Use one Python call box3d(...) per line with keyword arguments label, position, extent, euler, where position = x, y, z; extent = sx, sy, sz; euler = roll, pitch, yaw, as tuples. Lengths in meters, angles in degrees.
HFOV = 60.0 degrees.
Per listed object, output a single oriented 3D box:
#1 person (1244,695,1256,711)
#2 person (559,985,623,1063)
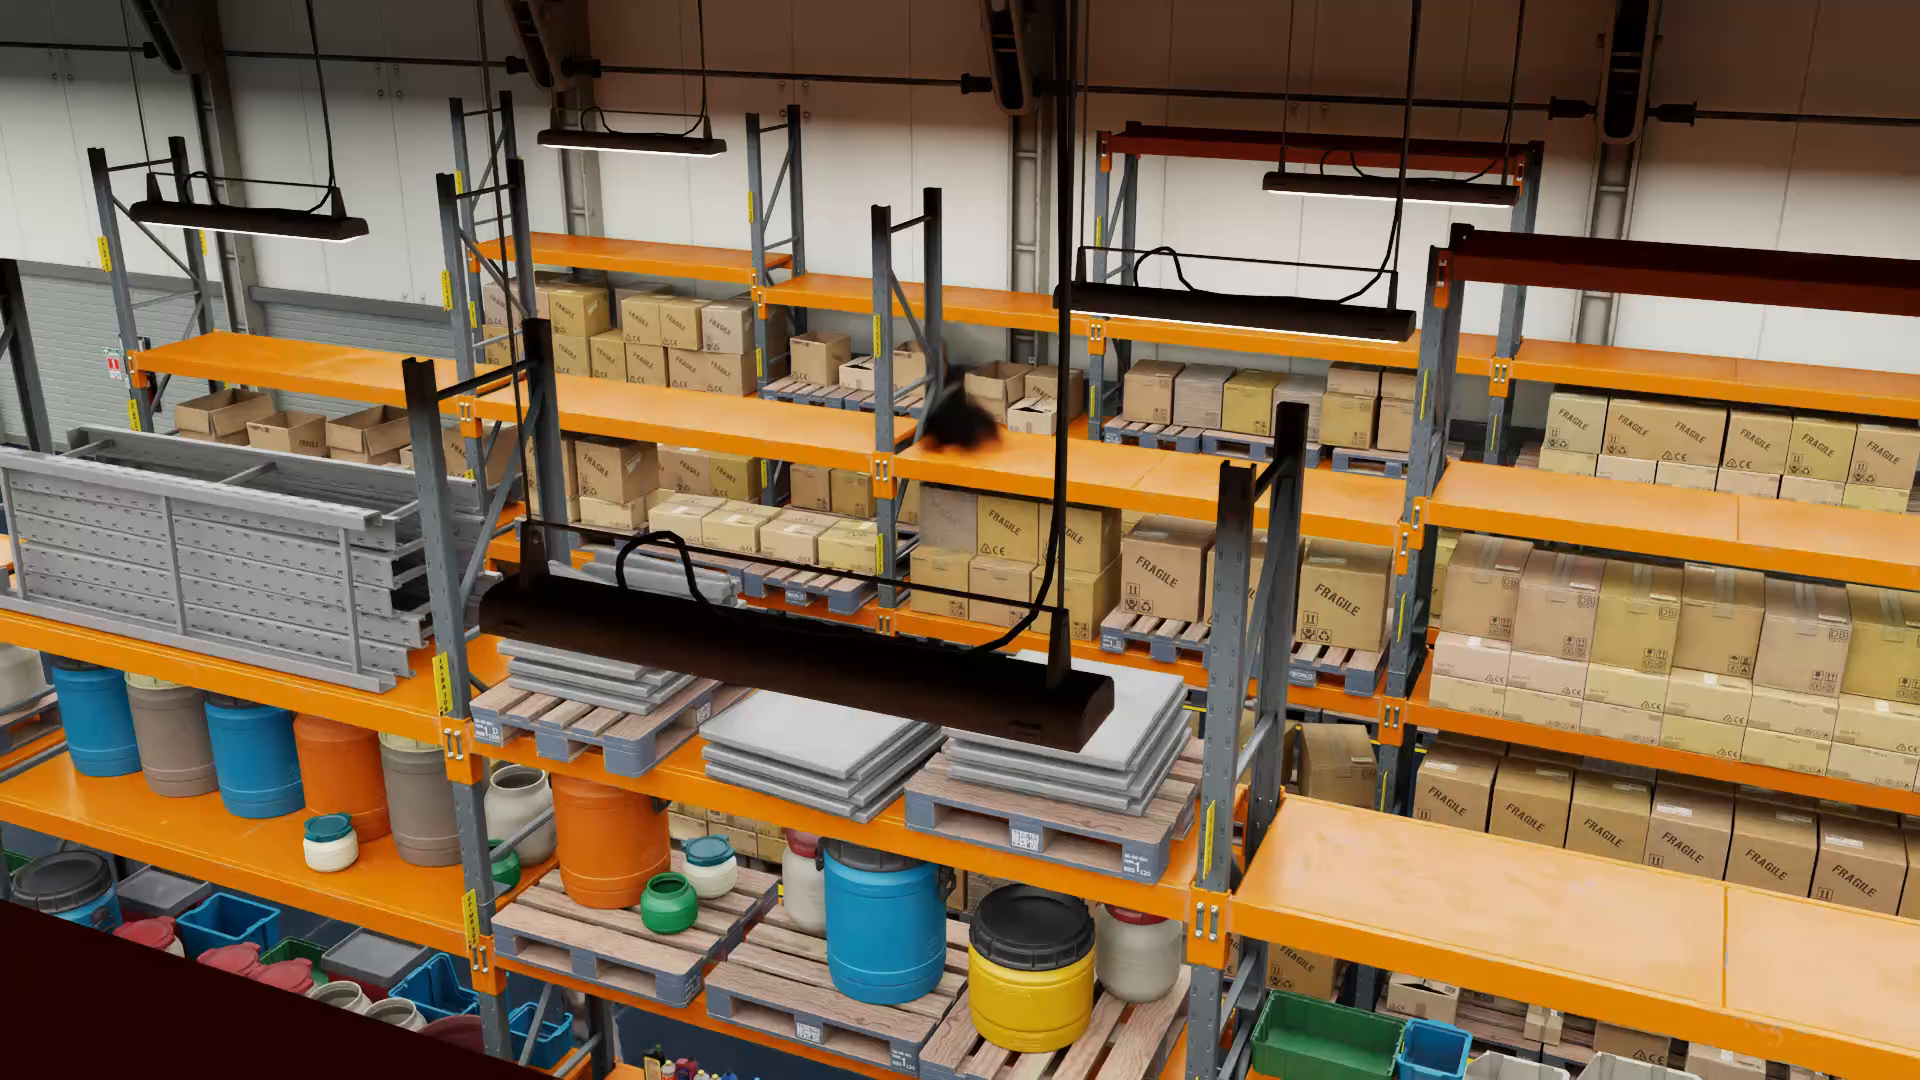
box3d(label="person", position=(2.847, 1.533, 16.159), extent=(0.555, 1.735, 0.755), euler=(2, 21, 5))
box3d(label="person", position=(-2.699, 3.200, 11.957), extent=(0.654, 1.607, 0.494), euler=(-17, 26, -37))
